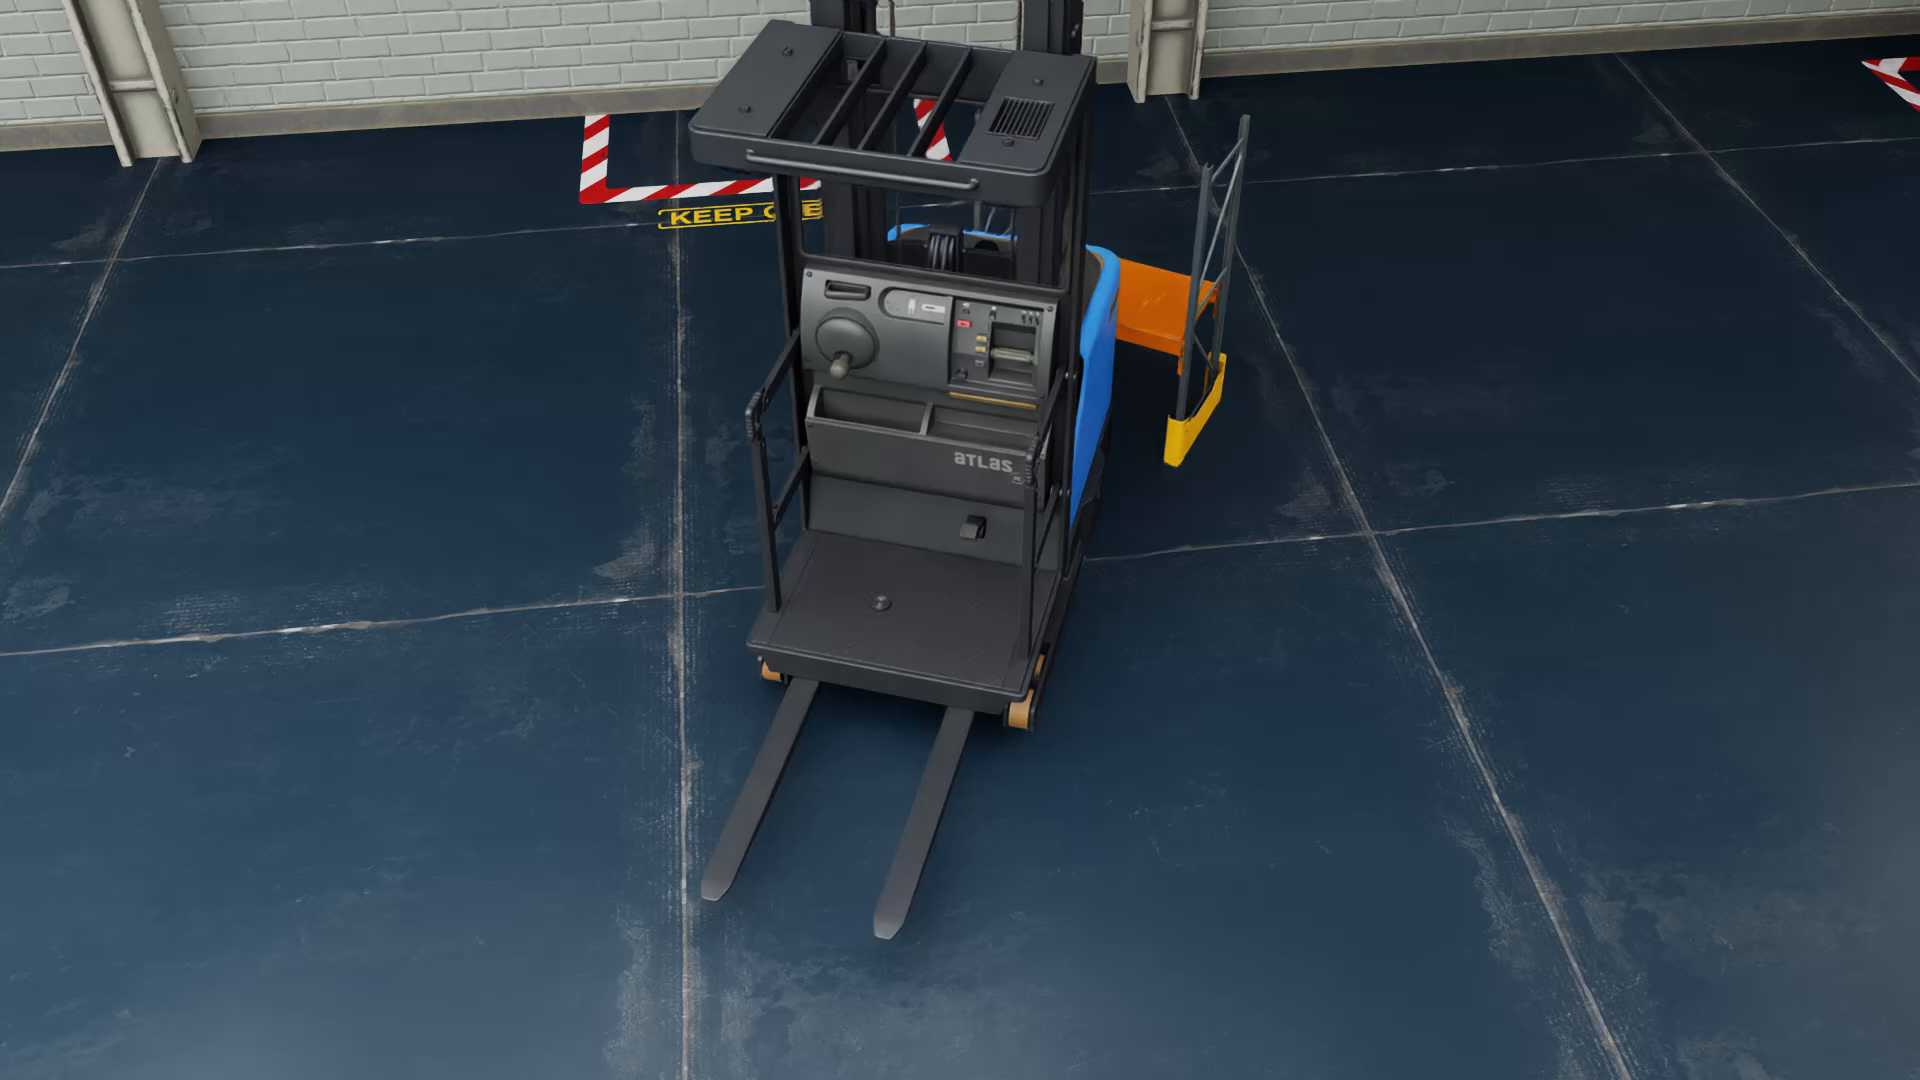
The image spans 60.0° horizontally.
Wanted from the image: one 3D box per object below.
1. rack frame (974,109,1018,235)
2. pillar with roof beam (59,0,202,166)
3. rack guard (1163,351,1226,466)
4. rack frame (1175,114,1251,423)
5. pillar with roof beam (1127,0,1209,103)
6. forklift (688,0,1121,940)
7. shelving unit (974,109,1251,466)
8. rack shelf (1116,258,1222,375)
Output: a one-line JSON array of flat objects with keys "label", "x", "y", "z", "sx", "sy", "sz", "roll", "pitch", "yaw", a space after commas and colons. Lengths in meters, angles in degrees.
[{"label": "rack frame", "x": 0.187, "y": -1.384, "z": 7.665, "sx": 0.032, "sy": 1.500, "sz": 0.500, "roll": 18, "pitch": 45, "yaw": 19}, {"label": "pillar with roof beam", "x": -4.132, "y": -2.770, "z": 3.603, "sx": 0.400, "sy": 9.000, "sz": 9.100, "roll": -5, "pitch": 42, "yaw": -6}, {"label": "rack guard", "x": 1.096, "y": -0.618, "z": 7.748, "sx": 0.087, "sy": 0.250, "sz": 0.587, "roll": 18, "pitch": 45, "yaw": 19}, {"label": "rack frame", "x": 1.098, "y": -1.082, "z": 7.329, "sx": 0.032, "sy": 1.500, "sz": 0.500, "roll": 18, "pitch": 45, "yaw": 19}, {"label": "pillar with roof beam", "x": 1.817, "y": -3.292, "z": 4.181, "sx": 0.400, "sy": 9.000, "sz": 9.100, "roll": -5, "pitch": 42, "yaw": -6}, {"label": "forklift", "x": -0.170, "y": -0.647, "z": 5.779, "sx": 1.130, "sy": 2.935, "sz": 3.031, "roll": 10, "pitch": 43, "yaw": 11}, {"label": "shelving unit", "x": 0.650, "y": -1.230, "z": 7.494, "sx": 1.083, "sy": 1.500, "sz": 0.587, "roll": 18, "pitch": 45, "yaw": 19}, {"label": "rack shelf", "x": 0.642, "y": -1.099, "z": 7.618, "sx": 1.000, "sy": 0.185, "sz": 0.538, "roll": 18, "pitch": 45, "yaw": 19}]
